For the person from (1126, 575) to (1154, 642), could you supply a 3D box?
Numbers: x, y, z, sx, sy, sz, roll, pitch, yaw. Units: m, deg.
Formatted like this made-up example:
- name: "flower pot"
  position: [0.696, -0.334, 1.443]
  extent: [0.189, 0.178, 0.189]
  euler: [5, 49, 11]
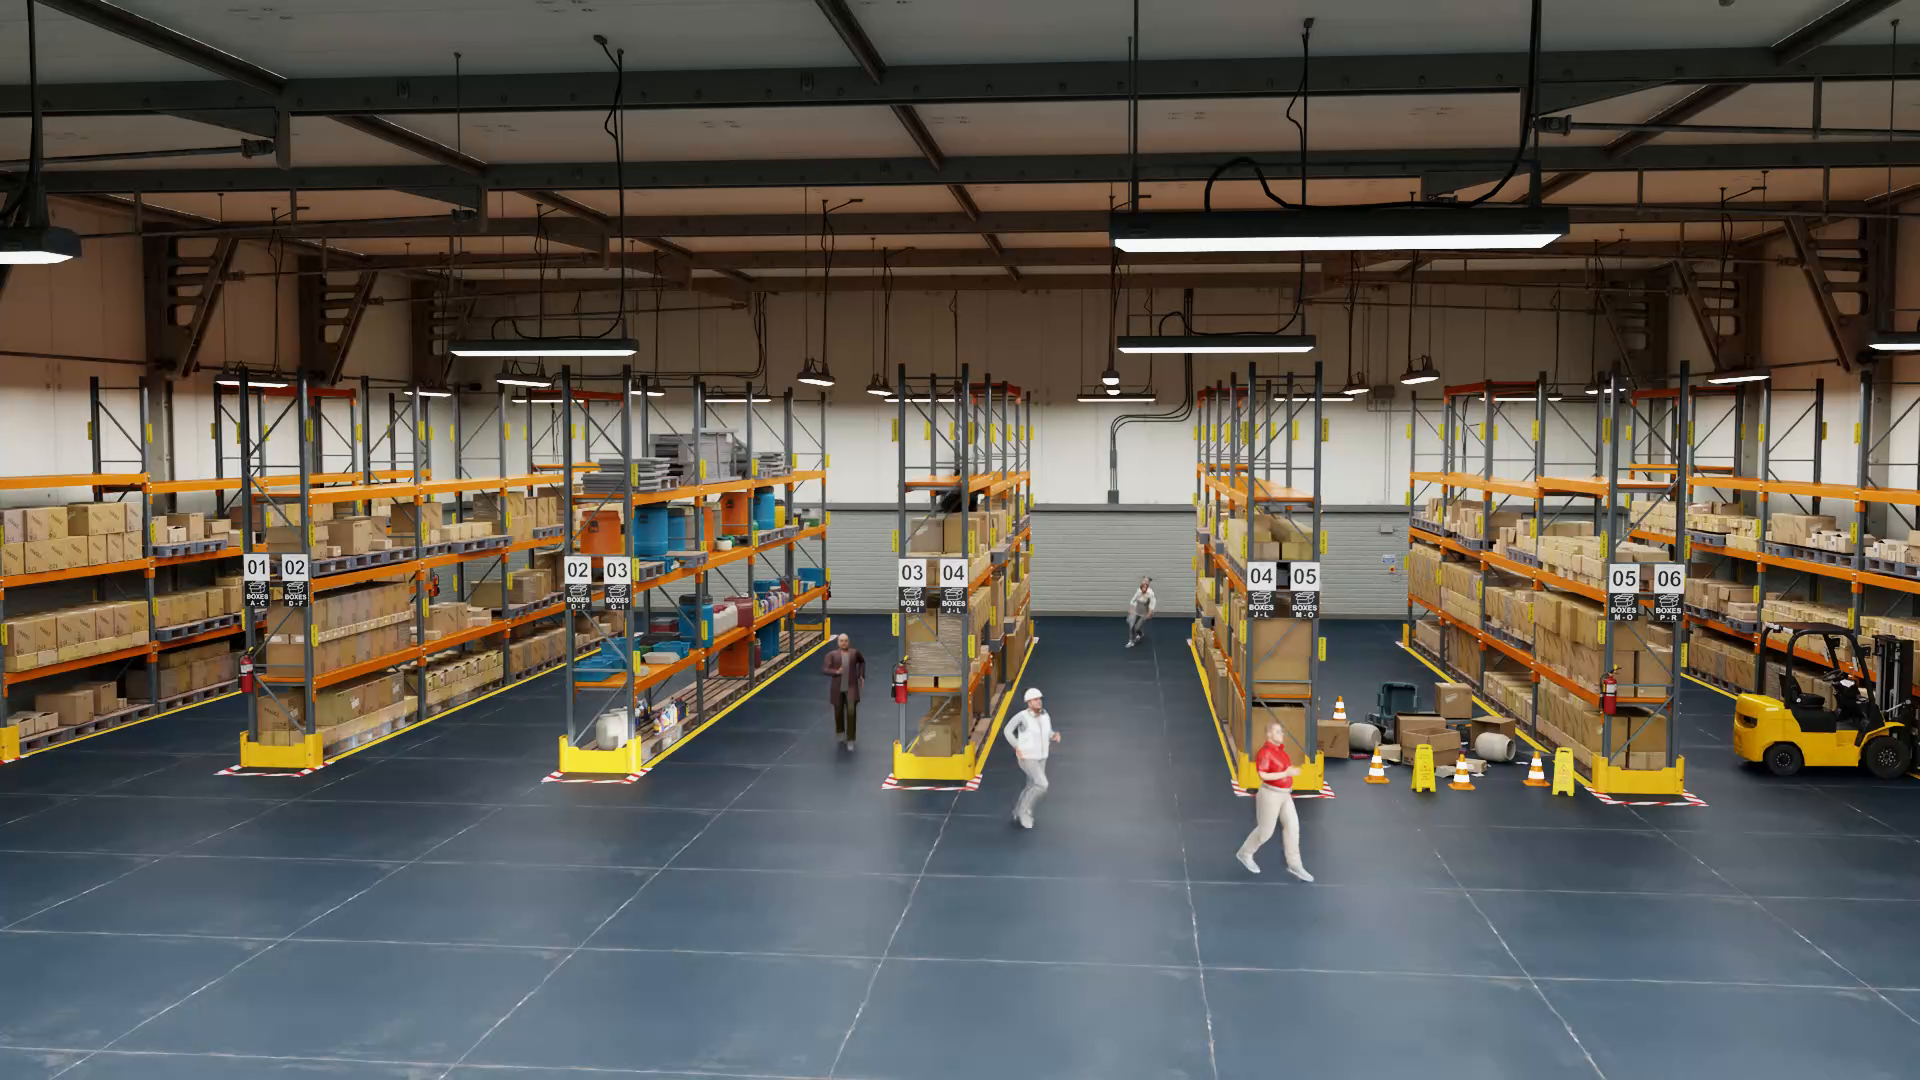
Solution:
- name: "person"
  position: [4.299, 1.649, 39.748]
  extent: [0.539, 1.612, 0.689]
  euler: [-3, 5, -39]

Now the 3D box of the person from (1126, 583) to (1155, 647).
- name: "person"
  position: [4.282, 1.754, 39.053]
  extent: [0.617, 1.514, 0.581]
  euler: [2, 4, 25]

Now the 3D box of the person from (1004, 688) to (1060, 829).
- name: "person"
  position: [0.960, 2.775, 21.144]
  extent: [0.704, 1.789, 0.631]
  euler: [4, 5, 44]

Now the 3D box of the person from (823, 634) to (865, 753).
- name: "person"
  position: [-1.845, 2.400, 26.464]
  extent: [0.678, 1.829, 0.923]
  euler: [0, 4, -4]

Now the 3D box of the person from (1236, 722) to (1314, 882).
- name: "person"
  position: [3.502, 2.902, 18.703]
  extent: [0.804, 1.721, 0.652]
  euler: [3, 5, 41]
